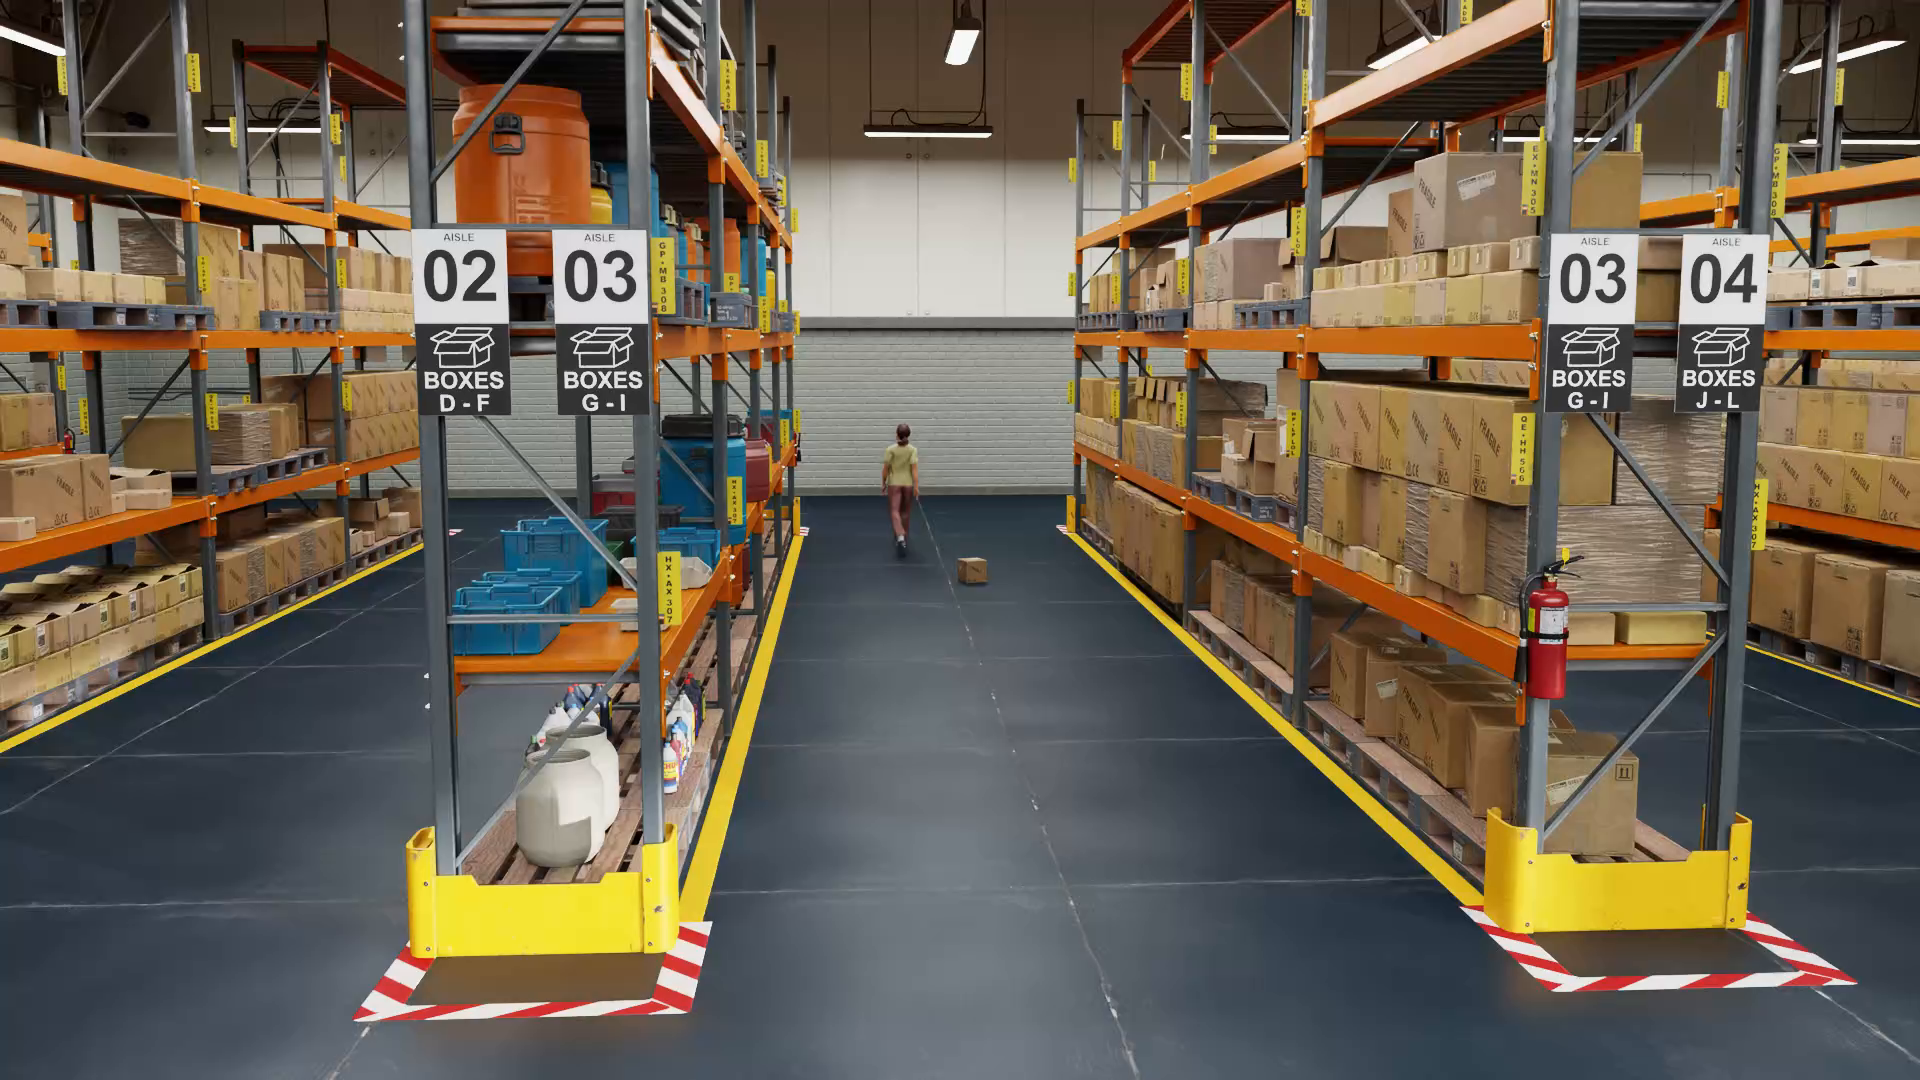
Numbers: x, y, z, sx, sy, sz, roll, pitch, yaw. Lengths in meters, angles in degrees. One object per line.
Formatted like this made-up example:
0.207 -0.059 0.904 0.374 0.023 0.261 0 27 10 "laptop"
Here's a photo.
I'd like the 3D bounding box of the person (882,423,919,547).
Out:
-0.772 -0.686 21.417 0.454 1.631 0.946 -1 7 -12 "person"
